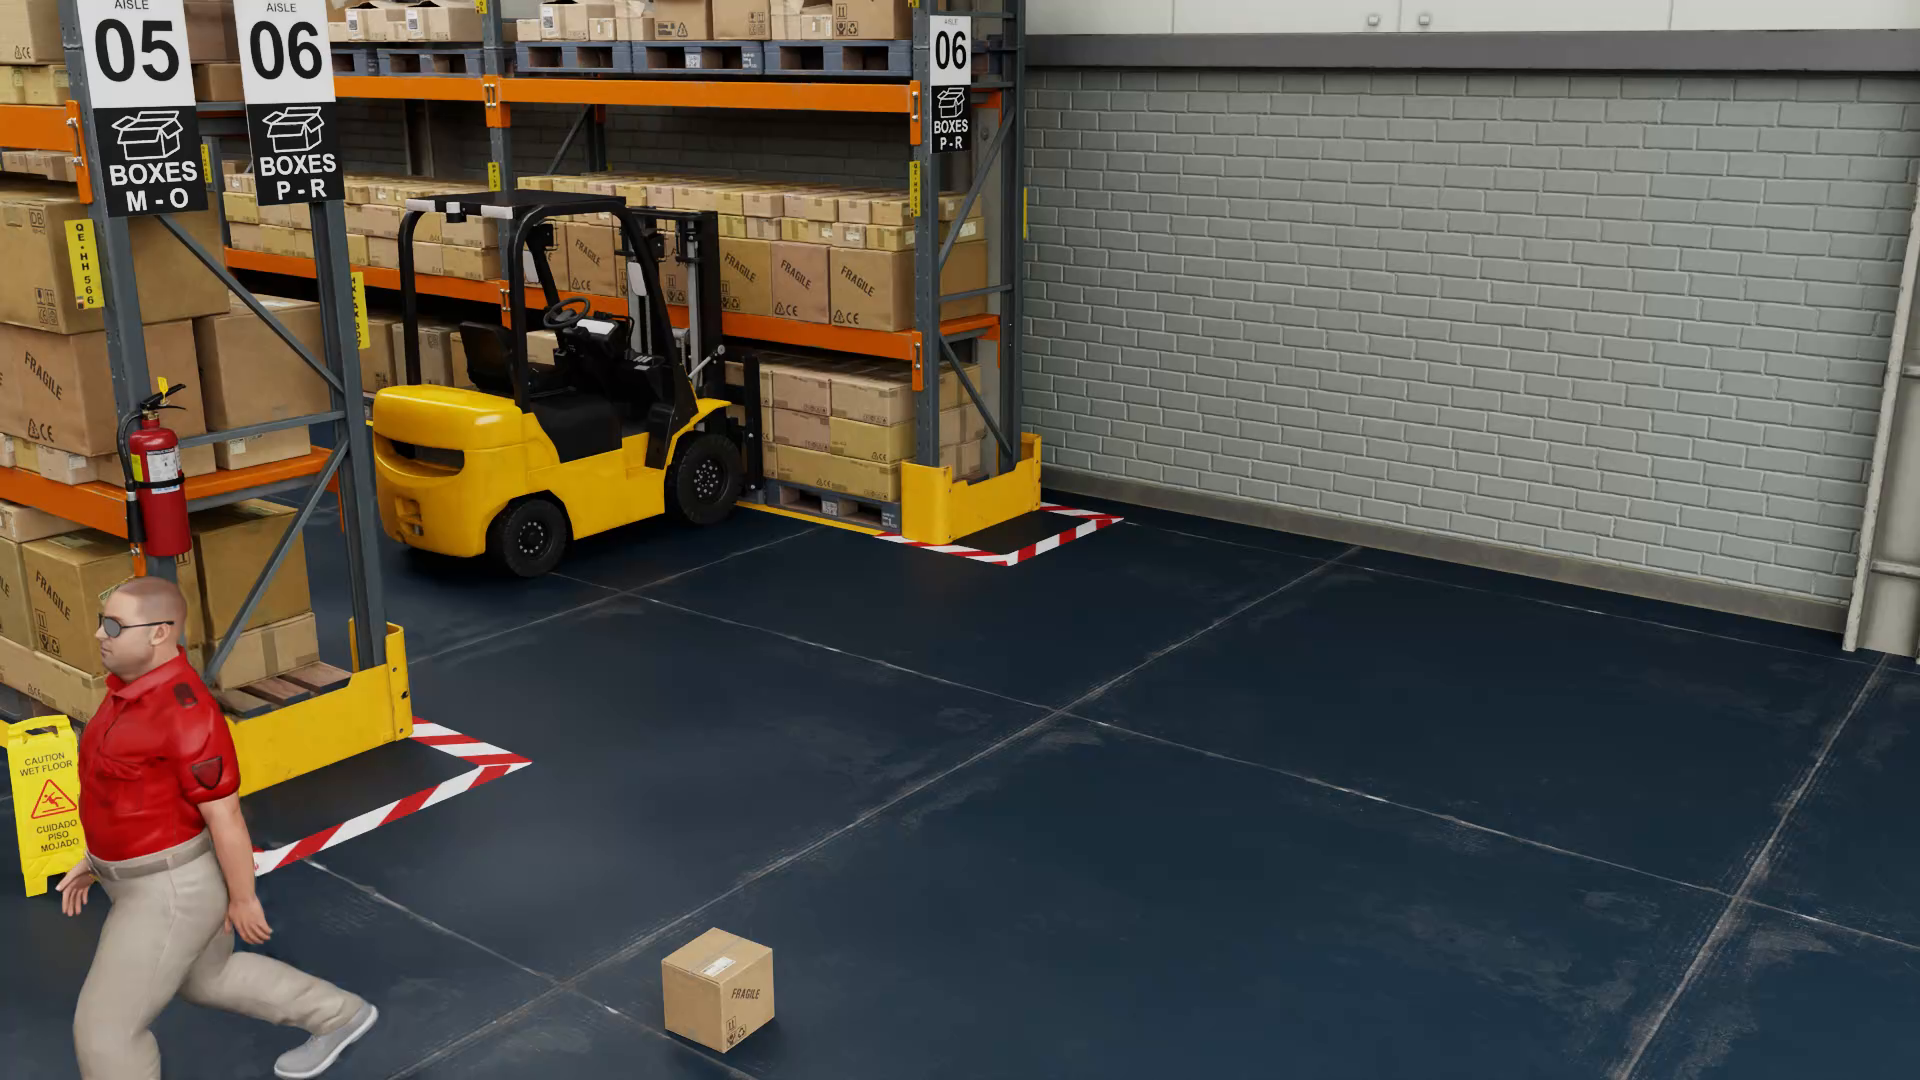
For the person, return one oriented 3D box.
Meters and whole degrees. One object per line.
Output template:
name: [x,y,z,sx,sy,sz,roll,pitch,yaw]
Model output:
person: [-2.121,0.901,4.510,0.995,1.673,0.523,-11,20,-34]
